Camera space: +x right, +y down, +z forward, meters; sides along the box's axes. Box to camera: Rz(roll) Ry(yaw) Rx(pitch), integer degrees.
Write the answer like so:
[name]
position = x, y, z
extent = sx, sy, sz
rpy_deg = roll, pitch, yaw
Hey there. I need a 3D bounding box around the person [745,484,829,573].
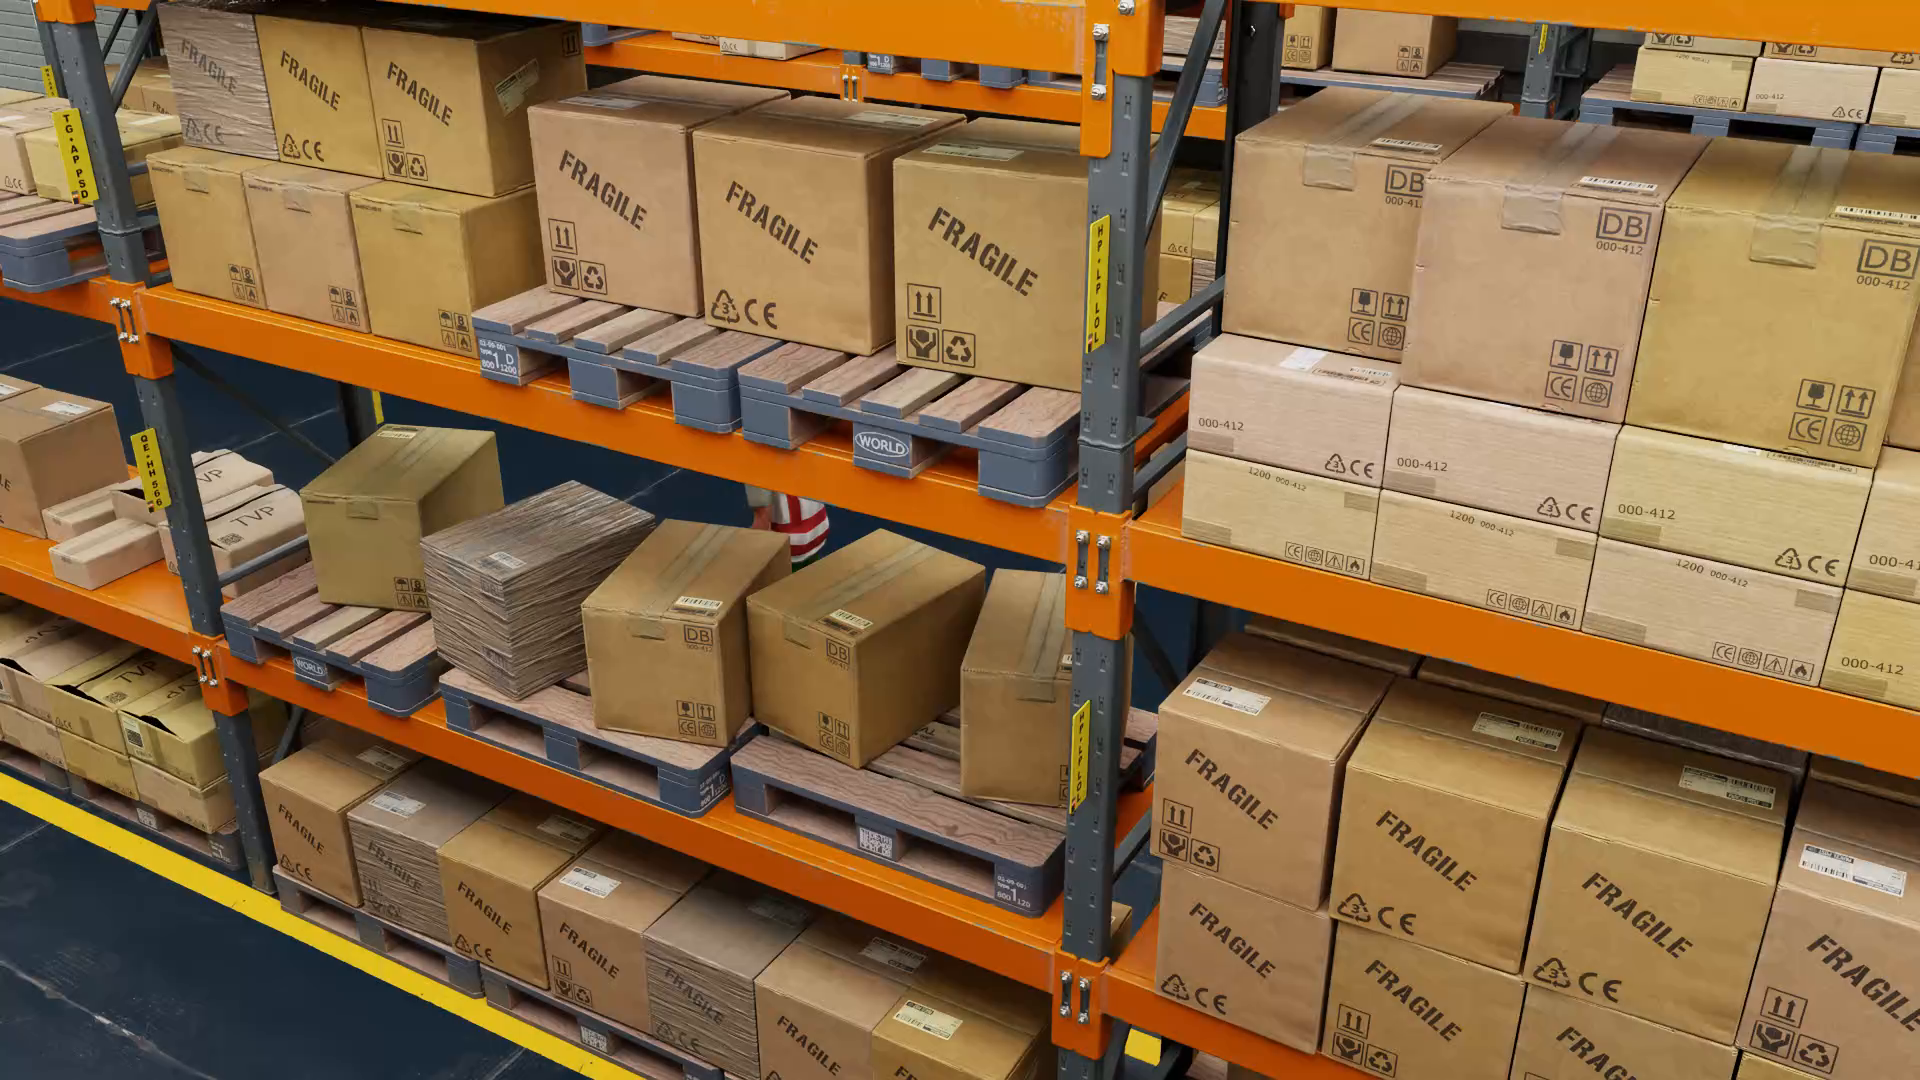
[person]
position = -0.912, 0.018, 8.562
extent = 0.453, 1.778, 0.604
rpy_deg = 14, 30, 26
